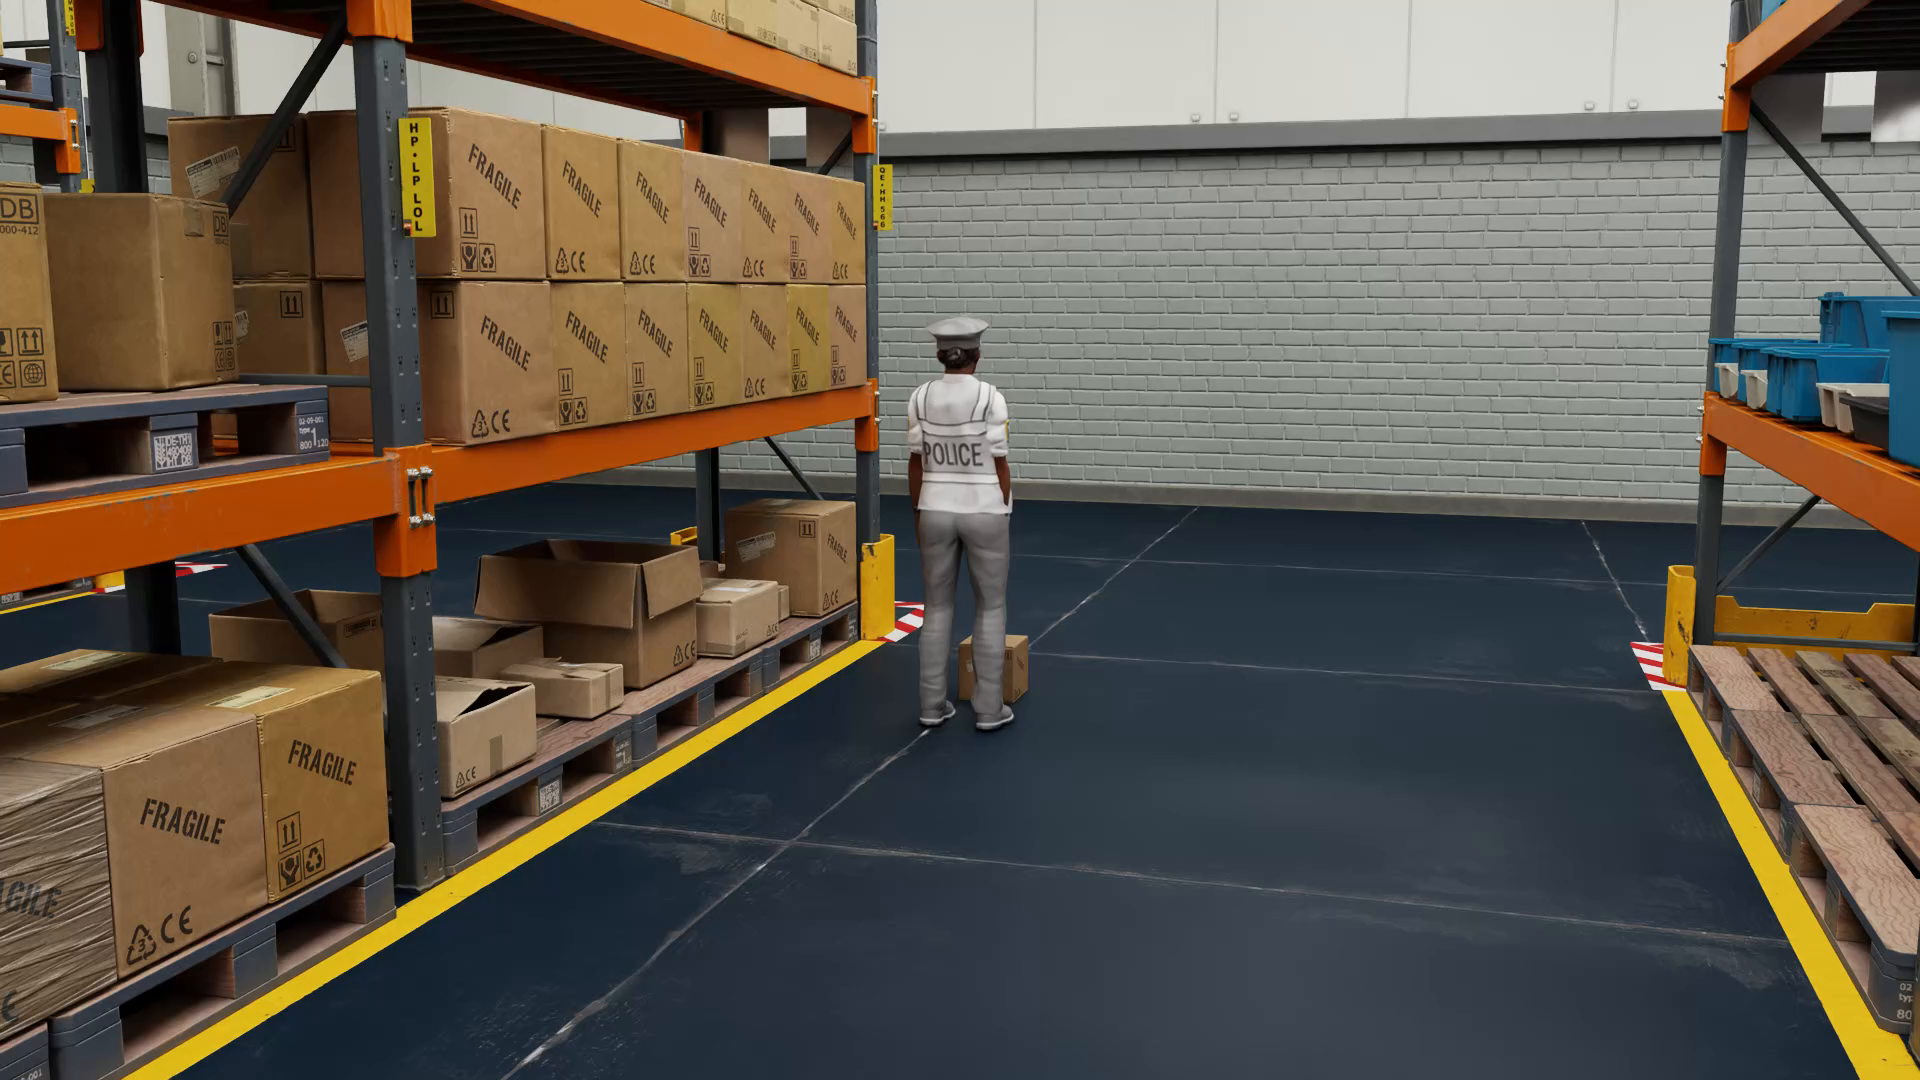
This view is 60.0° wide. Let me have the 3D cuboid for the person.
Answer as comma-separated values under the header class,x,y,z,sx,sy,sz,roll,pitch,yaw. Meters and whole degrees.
class,x,y,z,sx,sy,sz,roll,pitch,yaw
person,0.003,-0.069,6.796,0.437,1.668,0.341,3,9,17
